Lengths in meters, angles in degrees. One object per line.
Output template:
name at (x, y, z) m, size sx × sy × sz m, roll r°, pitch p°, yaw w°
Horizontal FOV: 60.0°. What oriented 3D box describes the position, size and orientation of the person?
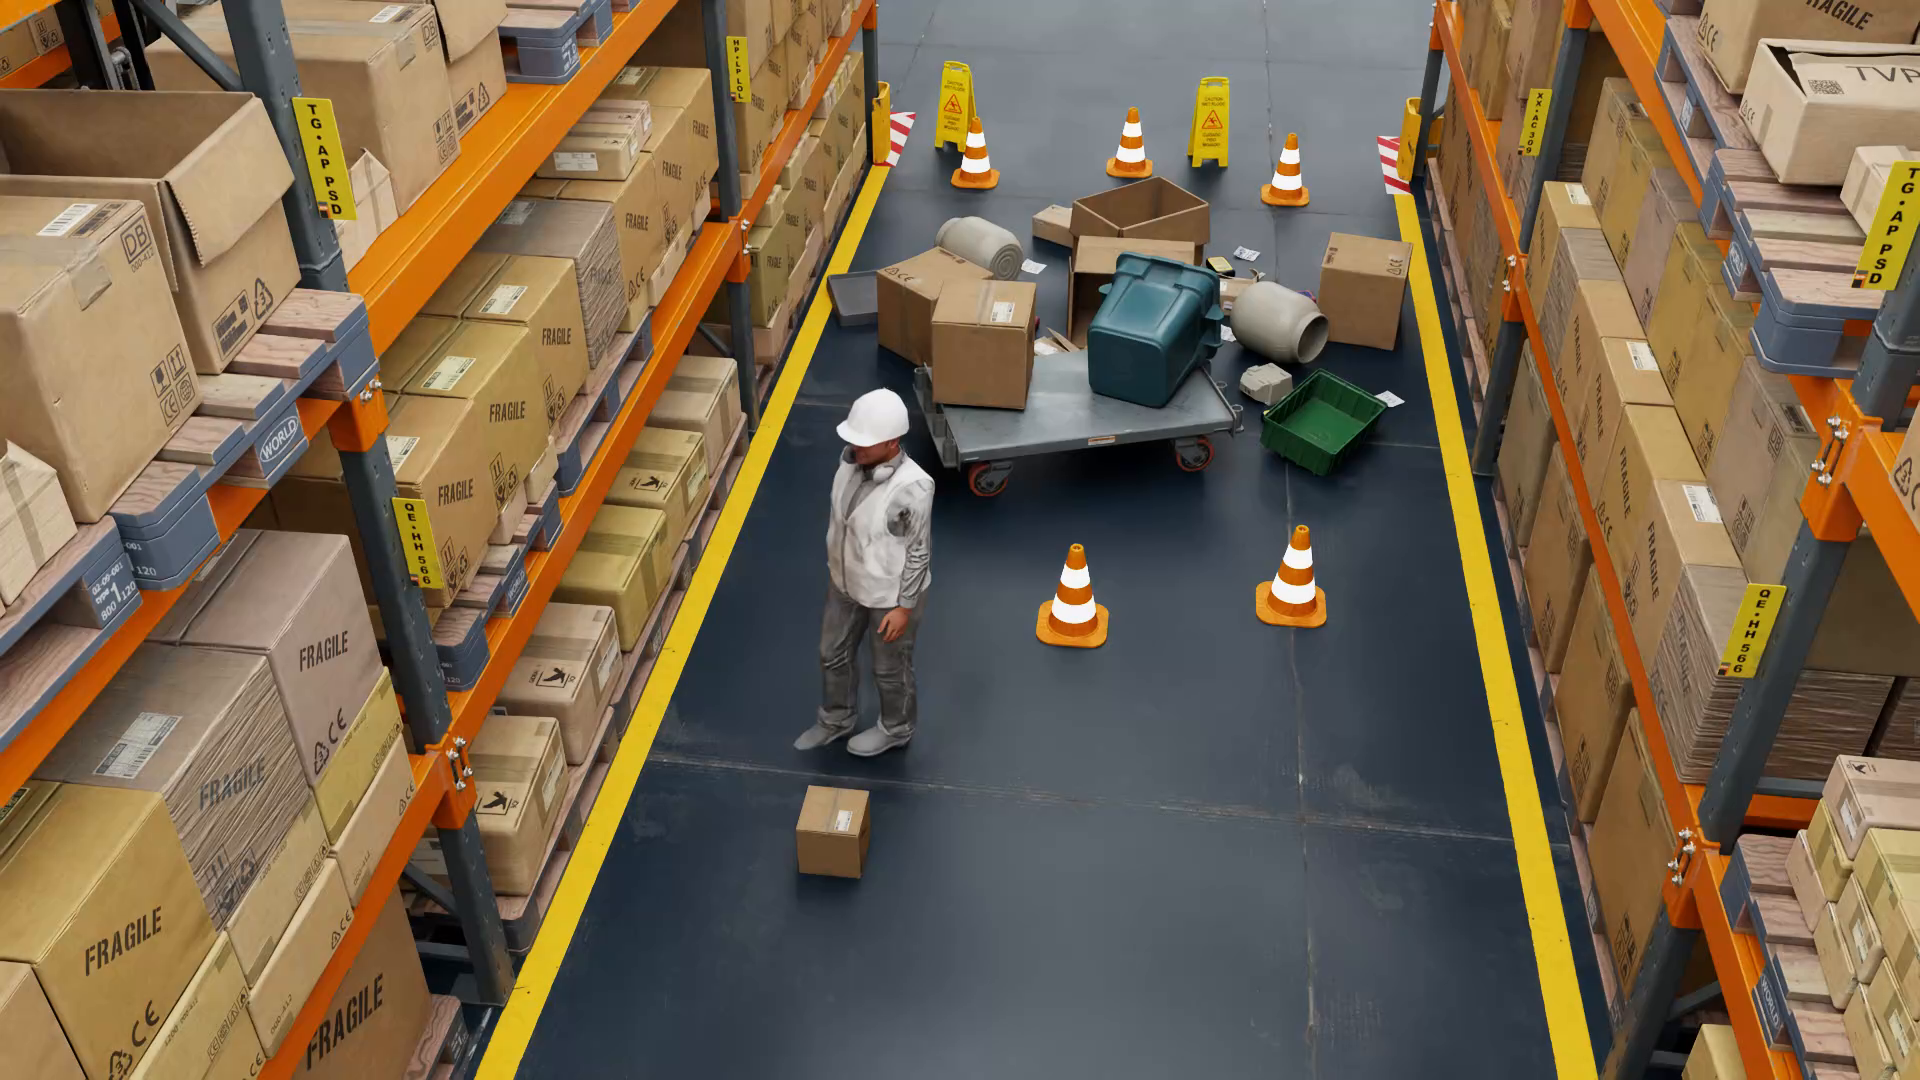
person at (-0.388, 0.210, 6.758) m, size 0.490 × 1.818 × 0.562 m, roll -29°, pitch 45°, yaw -33°
